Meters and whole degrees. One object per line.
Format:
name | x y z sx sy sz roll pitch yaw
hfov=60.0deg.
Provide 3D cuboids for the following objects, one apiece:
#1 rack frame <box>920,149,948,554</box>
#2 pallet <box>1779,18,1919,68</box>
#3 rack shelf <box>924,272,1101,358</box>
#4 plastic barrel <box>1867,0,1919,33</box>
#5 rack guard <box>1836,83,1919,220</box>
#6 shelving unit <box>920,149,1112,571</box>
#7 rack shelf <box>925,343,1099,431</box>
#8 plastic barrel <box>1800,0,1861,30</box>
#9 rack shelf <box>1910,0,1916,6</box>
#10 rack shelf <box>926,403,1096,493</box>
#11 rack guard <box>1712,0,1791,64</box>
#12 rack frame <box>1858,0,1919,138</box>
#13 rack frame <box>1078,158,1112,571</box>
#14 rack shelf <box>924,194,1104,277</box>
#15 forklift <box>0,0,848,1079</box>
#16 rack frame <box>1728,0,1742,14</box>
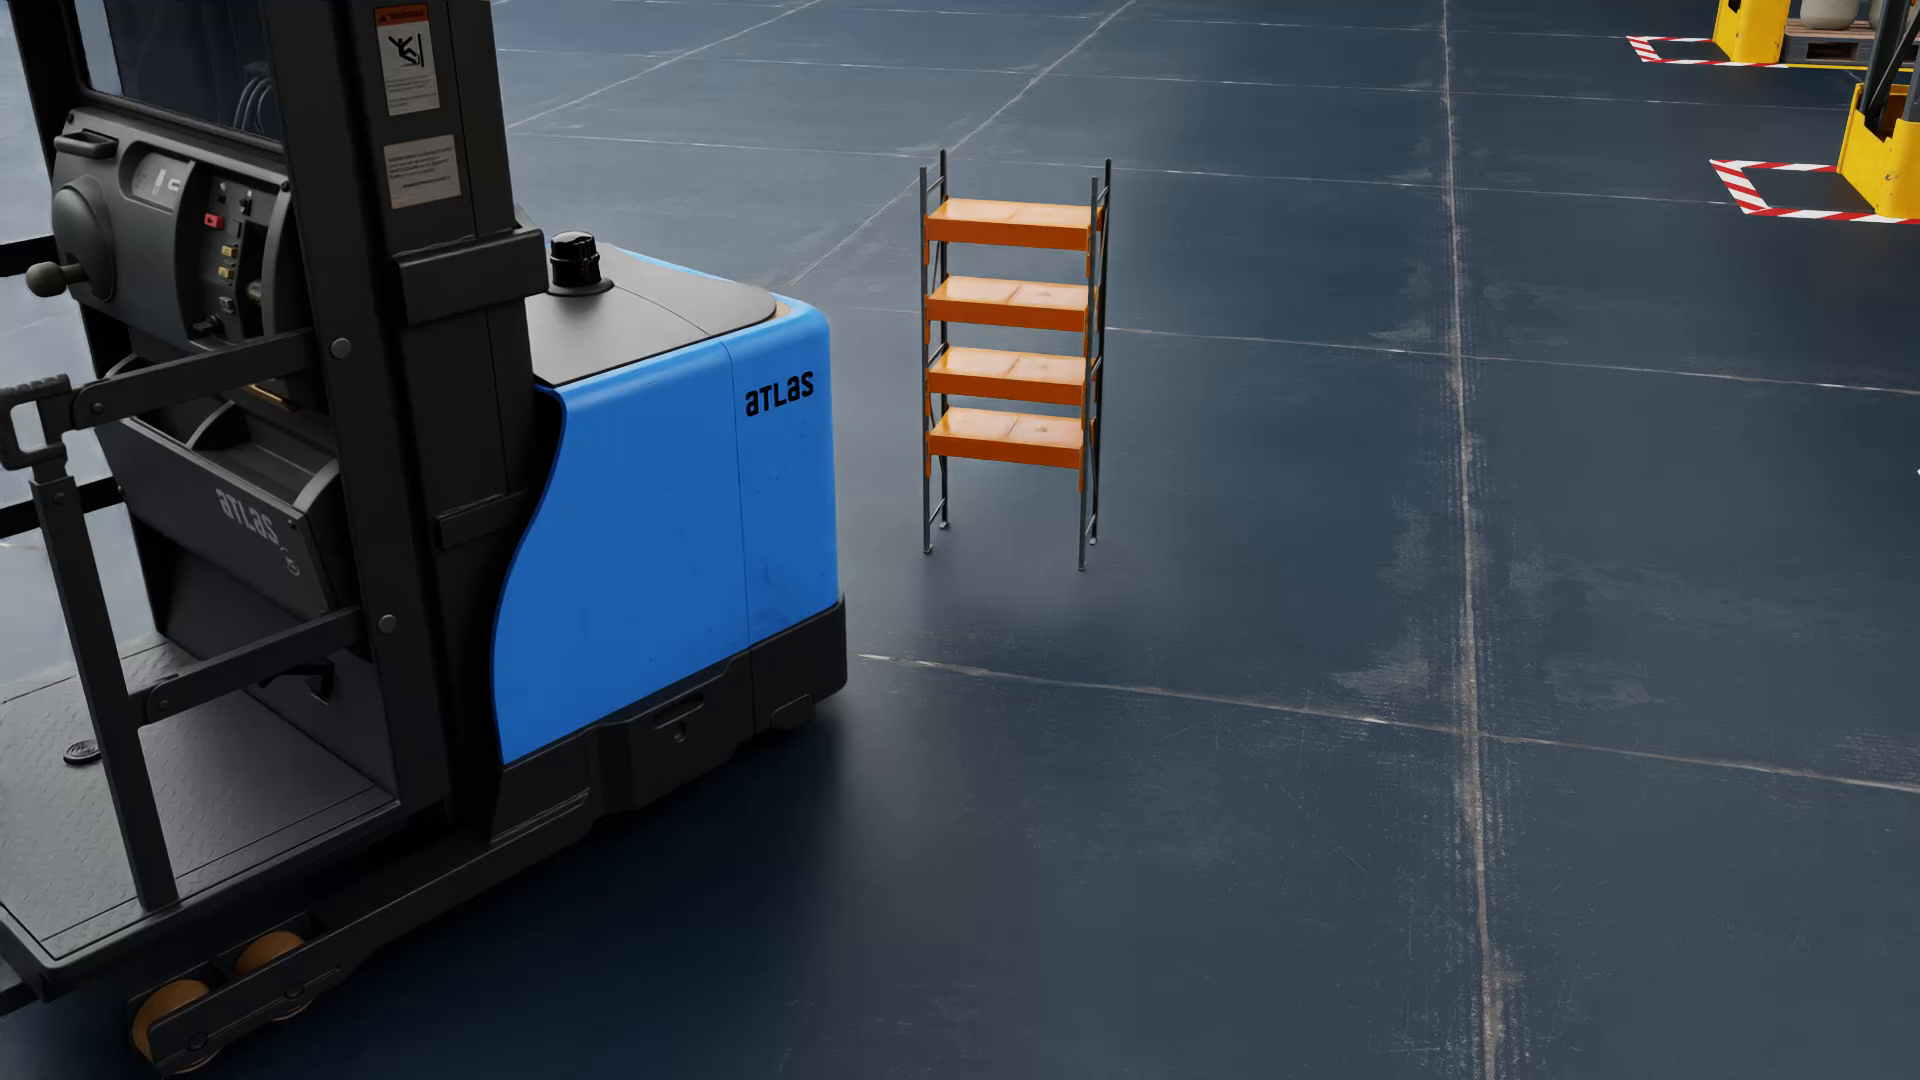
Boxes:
rack frame | -0.076 -0.550 5.010 0.015 1.200 0.240 6 26 13
pallet | 7.248 -4.032 13.473 1.213 0.211 1.003 6 26 13
rack shelf | 0.160 -0.665 4.888 0.480 0.148 0.258 6 26 13
plastic barrel | 7.519 -4.343 13.288 0.421 0.512 0.421 0 25 0
rack guard | 5.217 -2.170 9.226 0.348 0.500 1.175 6 26 13
shelving unit | 0.160 -0.524 4.955 0.503 1.200 0.258 6 26 13
rack shelf | 0.160 -0.463 4.984 0.480 0.148 0.258 6 26 13
plastic barrel | 7.034 -4.396 13.400 0.421 0.512 0.421 0 25 0
rack shelf | 7.081 -2.768 8.411 4.000 0.370 1.077 6 26 13
rack shelf | 0.160 -0.284 5.069 0.480 0.148 0.258 6 26 13
rack guard | 6.463 -4.252 13.598 0.348 0.500 1.175 6 26 13
rack frame | 5.144 -3.307 8.706 0.127 3.000 1.000 6 26 13
rack frame | 0.397 -0.498 4.900 0.015 1.200 0.240 6 26 13
rack shelf | 0.160 -0.879 4.786 0.480 0.148 0.258 6 26 13
forklift | -1.650 -0.566 3.029 1.130 2.935 3.031 21 33 37
rack frame | 6.377 -5.369 13.037 0.127 3.000 1.000 6 26 13
